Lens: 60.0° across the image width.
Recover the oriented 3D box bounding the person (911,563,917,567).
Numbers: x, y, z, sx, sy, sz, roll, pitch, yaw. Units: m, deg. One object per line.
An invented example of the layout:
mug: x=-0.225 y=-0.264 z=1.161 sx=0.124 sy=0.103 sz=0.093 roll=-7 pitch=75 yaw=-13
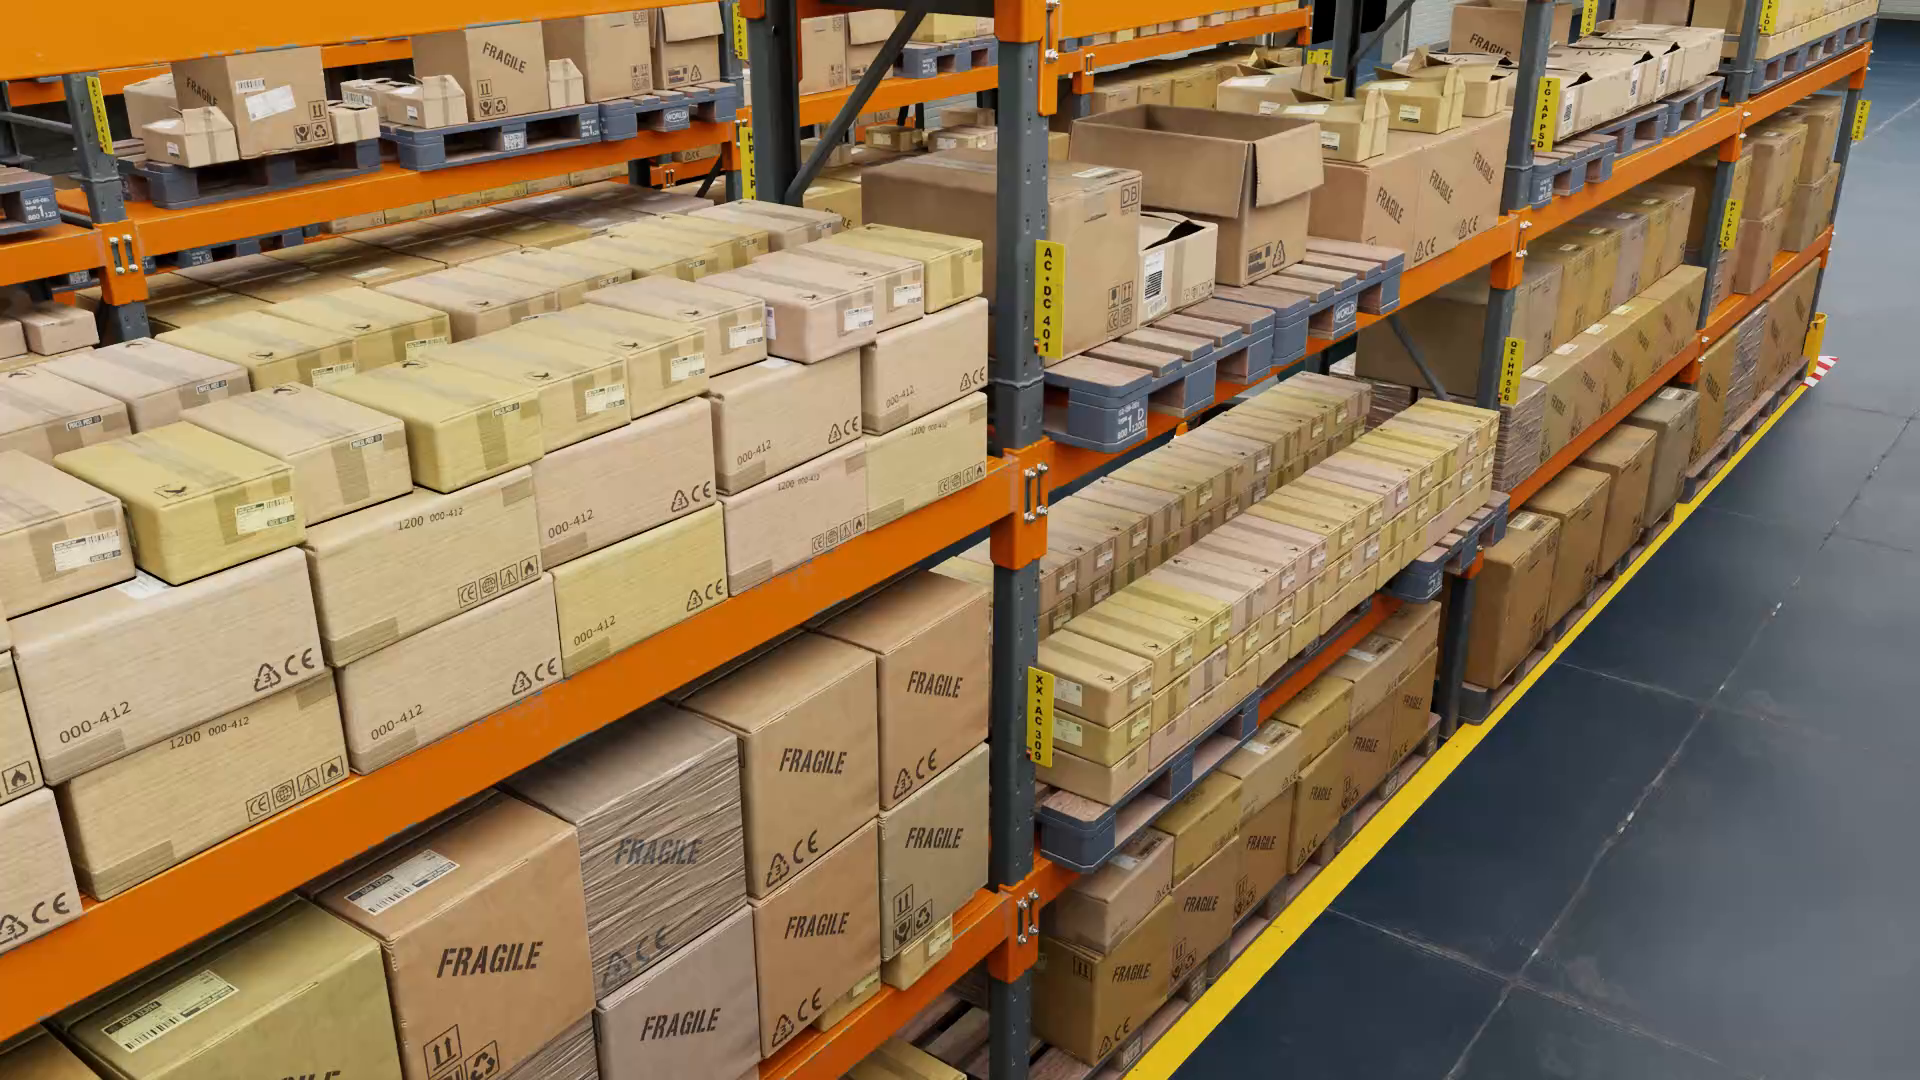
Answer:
person: x=-0.376 y=-0.477 z=10.174 sx=0.505 sy=1.763 sz=0.558 roll=16 pitch=28 yaw=33
